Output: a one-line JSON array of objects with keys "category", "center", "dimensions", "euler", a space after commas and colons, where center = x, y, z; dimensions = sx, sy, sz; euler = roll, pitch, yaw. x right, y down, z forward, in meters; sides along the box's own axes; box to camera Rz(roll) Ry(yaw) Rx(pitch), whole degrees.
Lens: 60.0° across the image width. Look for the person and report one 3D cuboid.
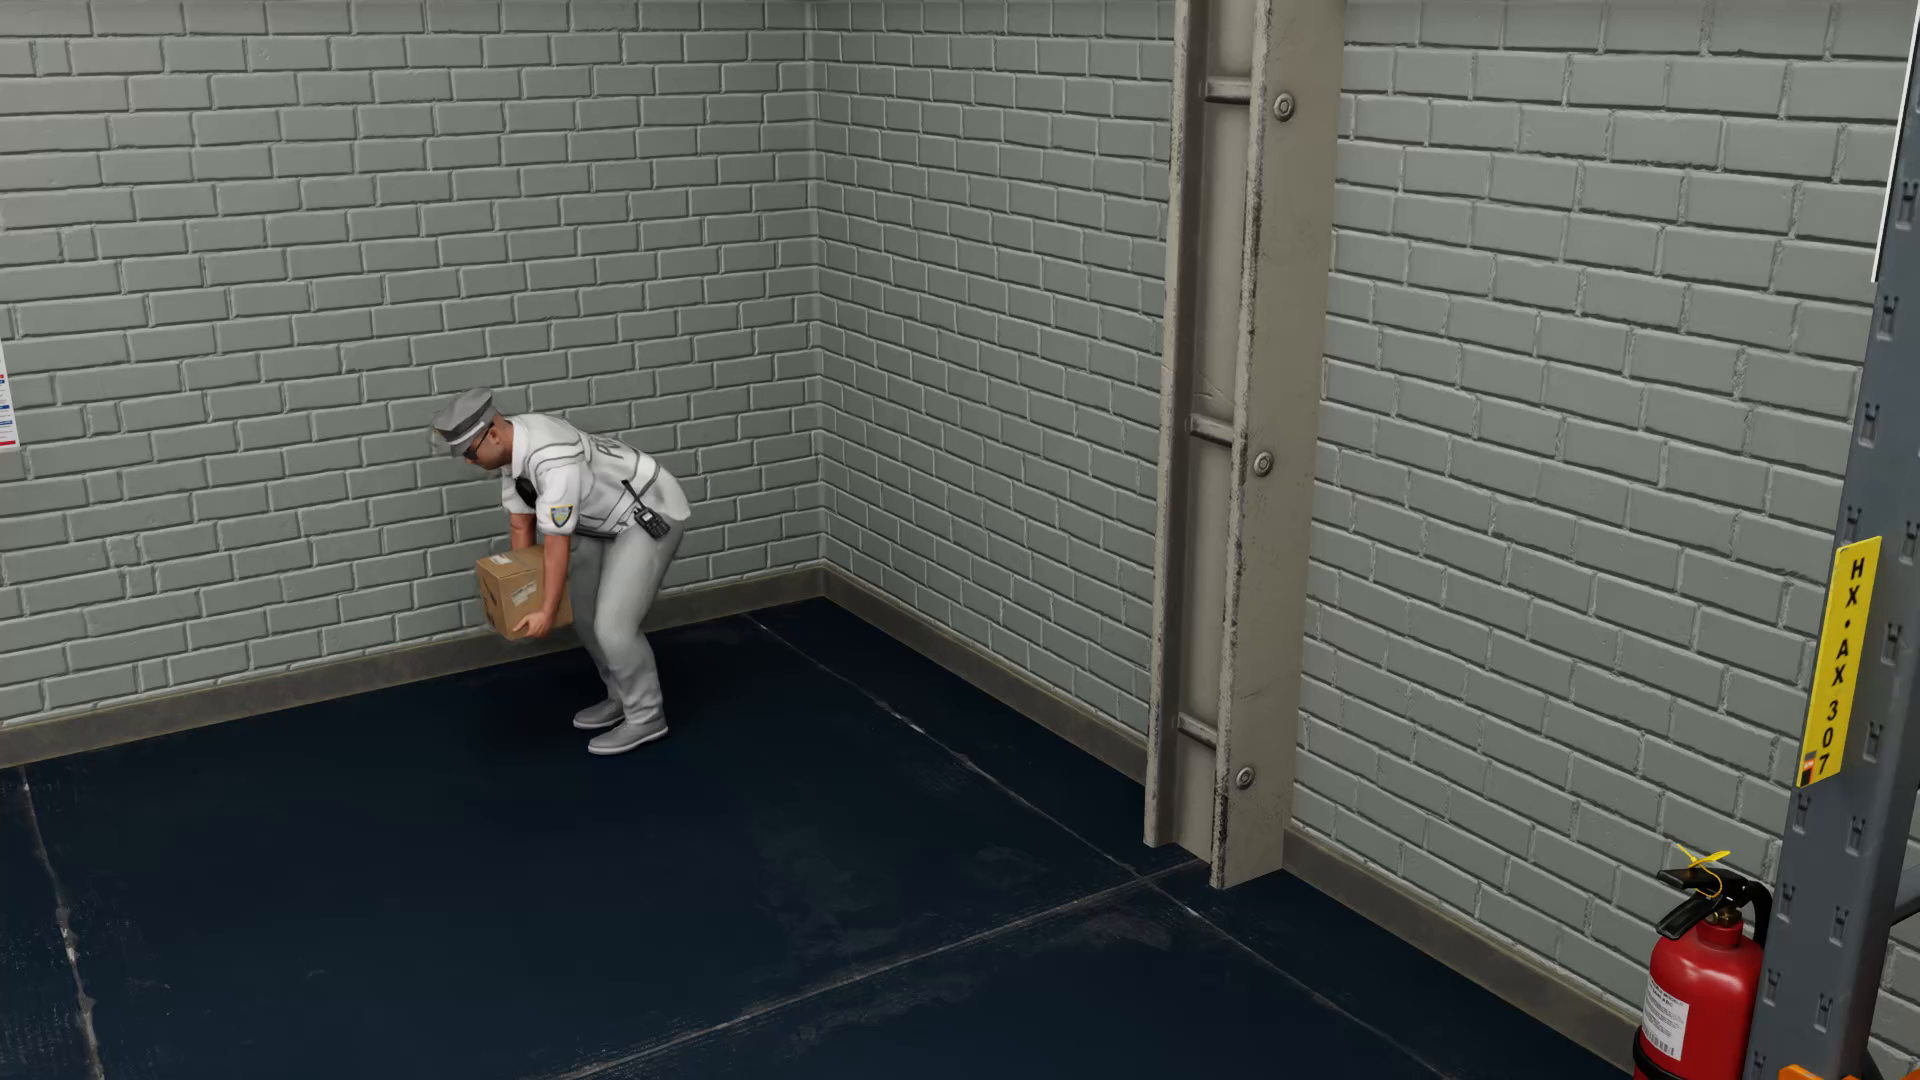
[{"category": "person", "center": [-1.465, 0.104, 6.229], "dimensions": [0.931, 1.445, 0.490], "euler": [-12, 22, -33]}]
